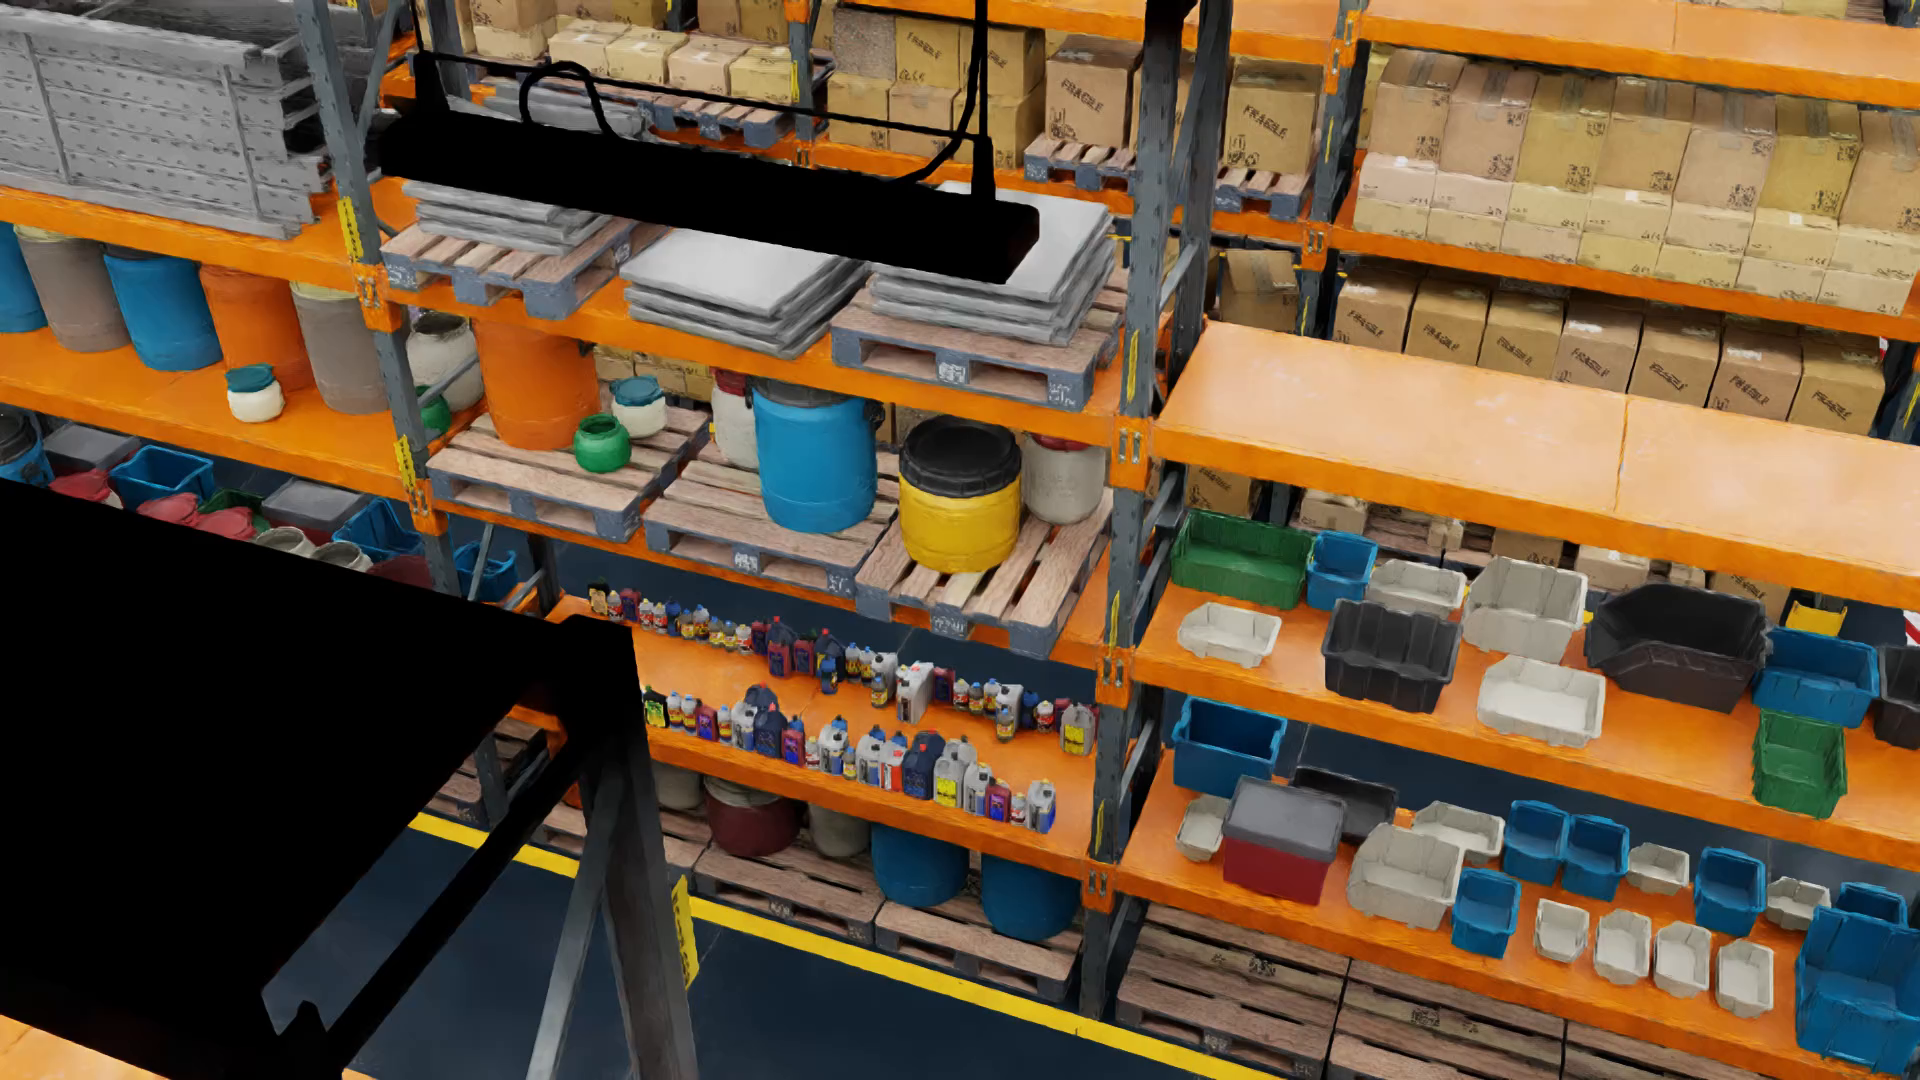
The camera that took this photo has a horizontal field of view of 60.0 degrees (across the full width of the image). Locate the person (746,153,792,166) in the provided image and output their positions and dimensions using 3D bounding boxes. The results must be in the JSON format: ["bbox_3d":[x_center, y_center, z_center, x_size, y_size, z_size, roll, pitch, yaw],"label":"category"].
[{"bbox_3d":[-1.933,-3.627,16.930,0.504,1.603,0.415,-4,37,-6],"label":"person"}]

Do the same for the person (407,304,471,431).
[{"bbox_3d":[-4.498,-1.425,13.978,0.821,1.577,0.638,2,37,3],"label":"person"}]
